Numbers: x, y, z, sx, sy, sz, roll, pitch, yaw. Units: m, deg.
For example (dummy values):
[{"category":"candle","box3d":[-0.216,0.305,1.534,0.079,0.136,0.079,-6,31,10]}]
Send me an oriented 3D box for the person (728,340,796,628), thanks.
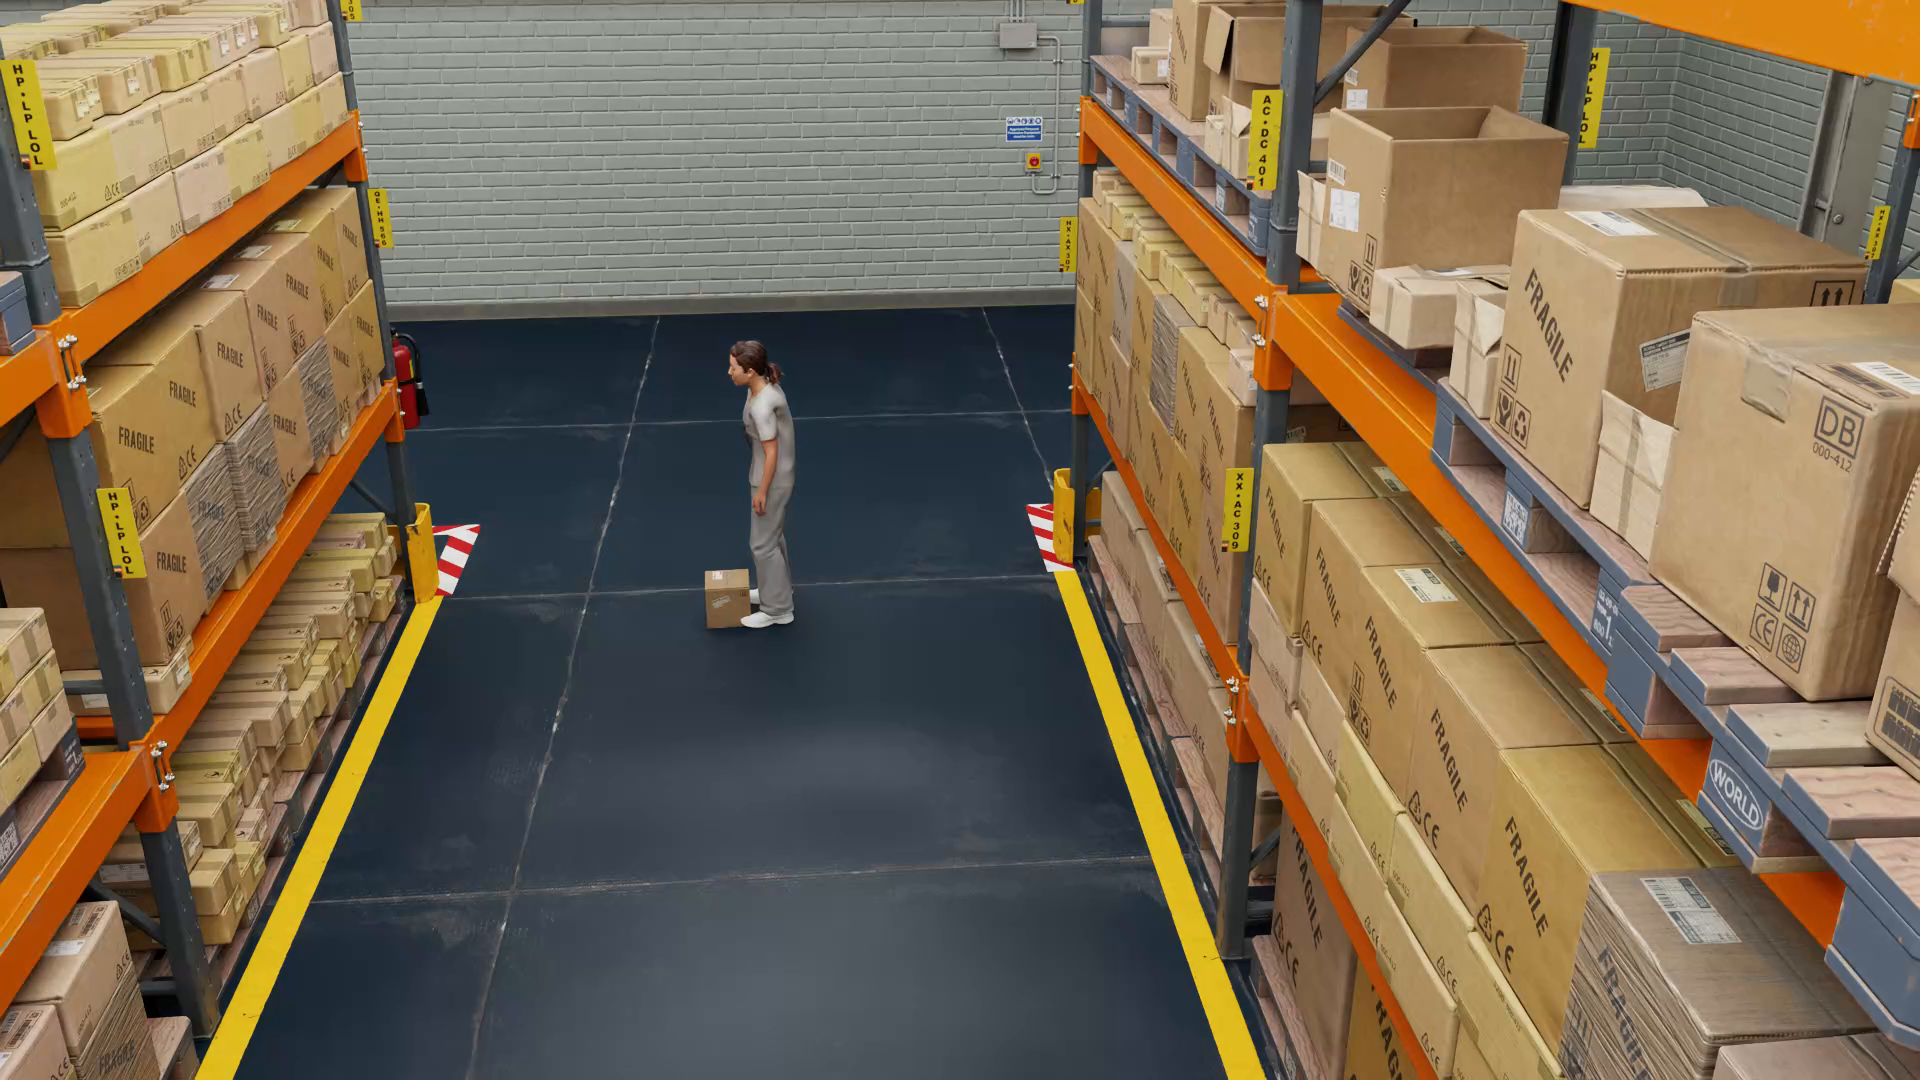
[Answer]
[{"category":"person","box3d":[-1.096,-0.326,9.342,0.358,1.673,0.505,-3,24,-7]}]
